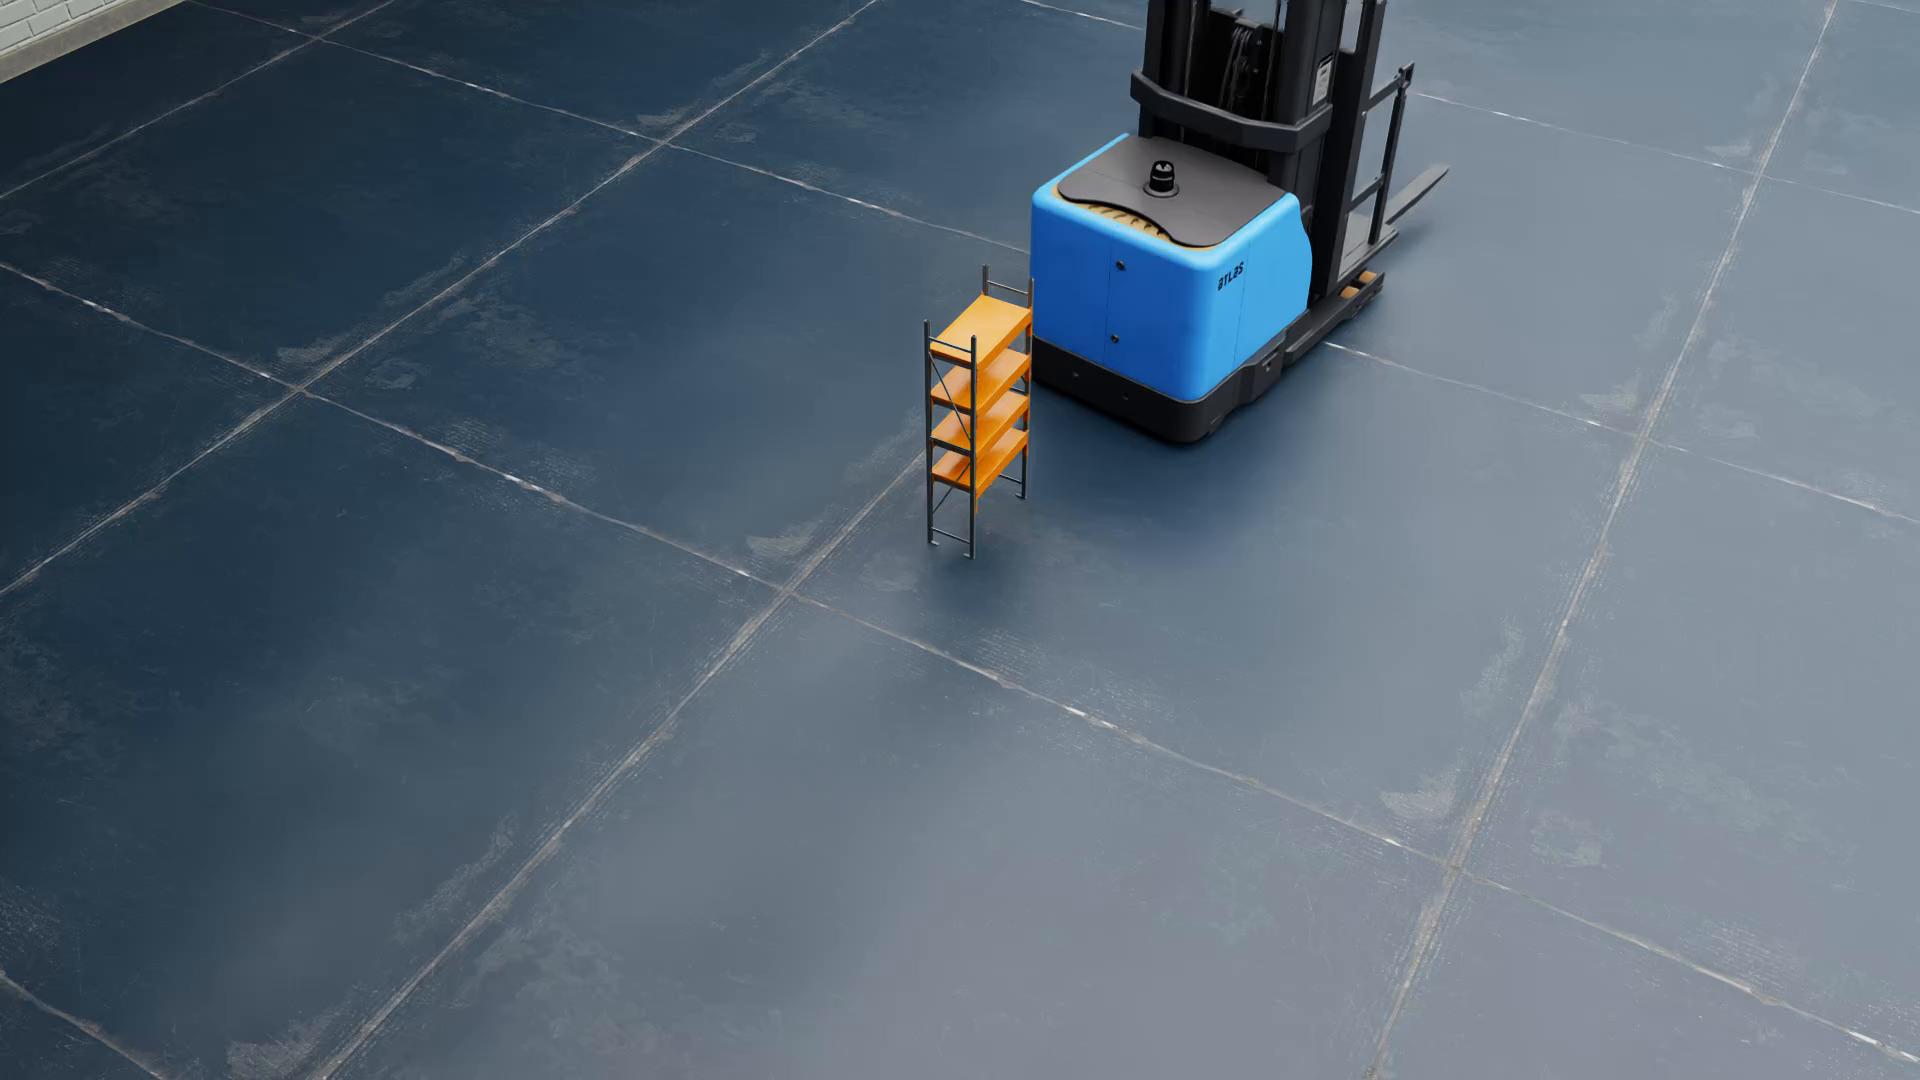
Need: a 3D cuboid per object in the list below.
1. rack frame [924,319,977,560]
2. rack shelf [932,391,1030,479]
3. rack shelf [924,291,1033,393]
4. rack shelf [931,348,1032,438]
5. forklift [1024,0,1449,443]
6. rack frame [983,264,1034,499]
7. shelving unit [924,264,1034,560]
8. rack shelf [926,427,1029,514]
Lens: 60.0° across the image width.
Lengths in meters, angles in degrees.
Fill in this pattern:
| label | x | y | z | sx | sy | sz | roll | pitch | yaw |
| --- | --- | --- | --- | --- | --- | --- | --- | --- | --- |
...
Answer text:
| label | x | y | z | sx | sy | sz | roll | pitch | yaw |
| --- | --- | --- | --- | --- | --- | --- | --- | --- | --- |
| rack frame | -0.039 | -0.405 | 7.118 | 0.240 | 1.200 | 0.015 | 21 | 45 | 22 |
| rack shelf | 0.083 | -0.495 | 7.321 | 0.258 | 0.148 | 0.480 | 21 | 45 | 22 |
| rack shelf | 0.083 | -0.840 | 7.017 | 0.258 | 0.148 | 0.480 | 21 | 45 | 22 |
| rack shelf | 0.083 | -0.662 | 7.173 | 0.258 | 0.148 | 0.480 | 21 | 45 | 22 |
| forklift | 1.642 | -2.479 | 8.163 | 1.130 | 2.935 | 3.031 | 28 | 49 | 28 |
| rack frame | 0.205 | -0.685 | 7.435 | 0.240 | 1.200 | 0.015 | 21 | 45 | 22 |
| shelving unit | 0.083 | -0.545 | 7.277 | 0.258 | 1.200 | 0.503 | 21 | 45 | 22 |
| rack shelf | 0.083 | -0.346 | 7.452 | 0.258 | 0.148 | 0.480 | 21 | 45 | 22 |
